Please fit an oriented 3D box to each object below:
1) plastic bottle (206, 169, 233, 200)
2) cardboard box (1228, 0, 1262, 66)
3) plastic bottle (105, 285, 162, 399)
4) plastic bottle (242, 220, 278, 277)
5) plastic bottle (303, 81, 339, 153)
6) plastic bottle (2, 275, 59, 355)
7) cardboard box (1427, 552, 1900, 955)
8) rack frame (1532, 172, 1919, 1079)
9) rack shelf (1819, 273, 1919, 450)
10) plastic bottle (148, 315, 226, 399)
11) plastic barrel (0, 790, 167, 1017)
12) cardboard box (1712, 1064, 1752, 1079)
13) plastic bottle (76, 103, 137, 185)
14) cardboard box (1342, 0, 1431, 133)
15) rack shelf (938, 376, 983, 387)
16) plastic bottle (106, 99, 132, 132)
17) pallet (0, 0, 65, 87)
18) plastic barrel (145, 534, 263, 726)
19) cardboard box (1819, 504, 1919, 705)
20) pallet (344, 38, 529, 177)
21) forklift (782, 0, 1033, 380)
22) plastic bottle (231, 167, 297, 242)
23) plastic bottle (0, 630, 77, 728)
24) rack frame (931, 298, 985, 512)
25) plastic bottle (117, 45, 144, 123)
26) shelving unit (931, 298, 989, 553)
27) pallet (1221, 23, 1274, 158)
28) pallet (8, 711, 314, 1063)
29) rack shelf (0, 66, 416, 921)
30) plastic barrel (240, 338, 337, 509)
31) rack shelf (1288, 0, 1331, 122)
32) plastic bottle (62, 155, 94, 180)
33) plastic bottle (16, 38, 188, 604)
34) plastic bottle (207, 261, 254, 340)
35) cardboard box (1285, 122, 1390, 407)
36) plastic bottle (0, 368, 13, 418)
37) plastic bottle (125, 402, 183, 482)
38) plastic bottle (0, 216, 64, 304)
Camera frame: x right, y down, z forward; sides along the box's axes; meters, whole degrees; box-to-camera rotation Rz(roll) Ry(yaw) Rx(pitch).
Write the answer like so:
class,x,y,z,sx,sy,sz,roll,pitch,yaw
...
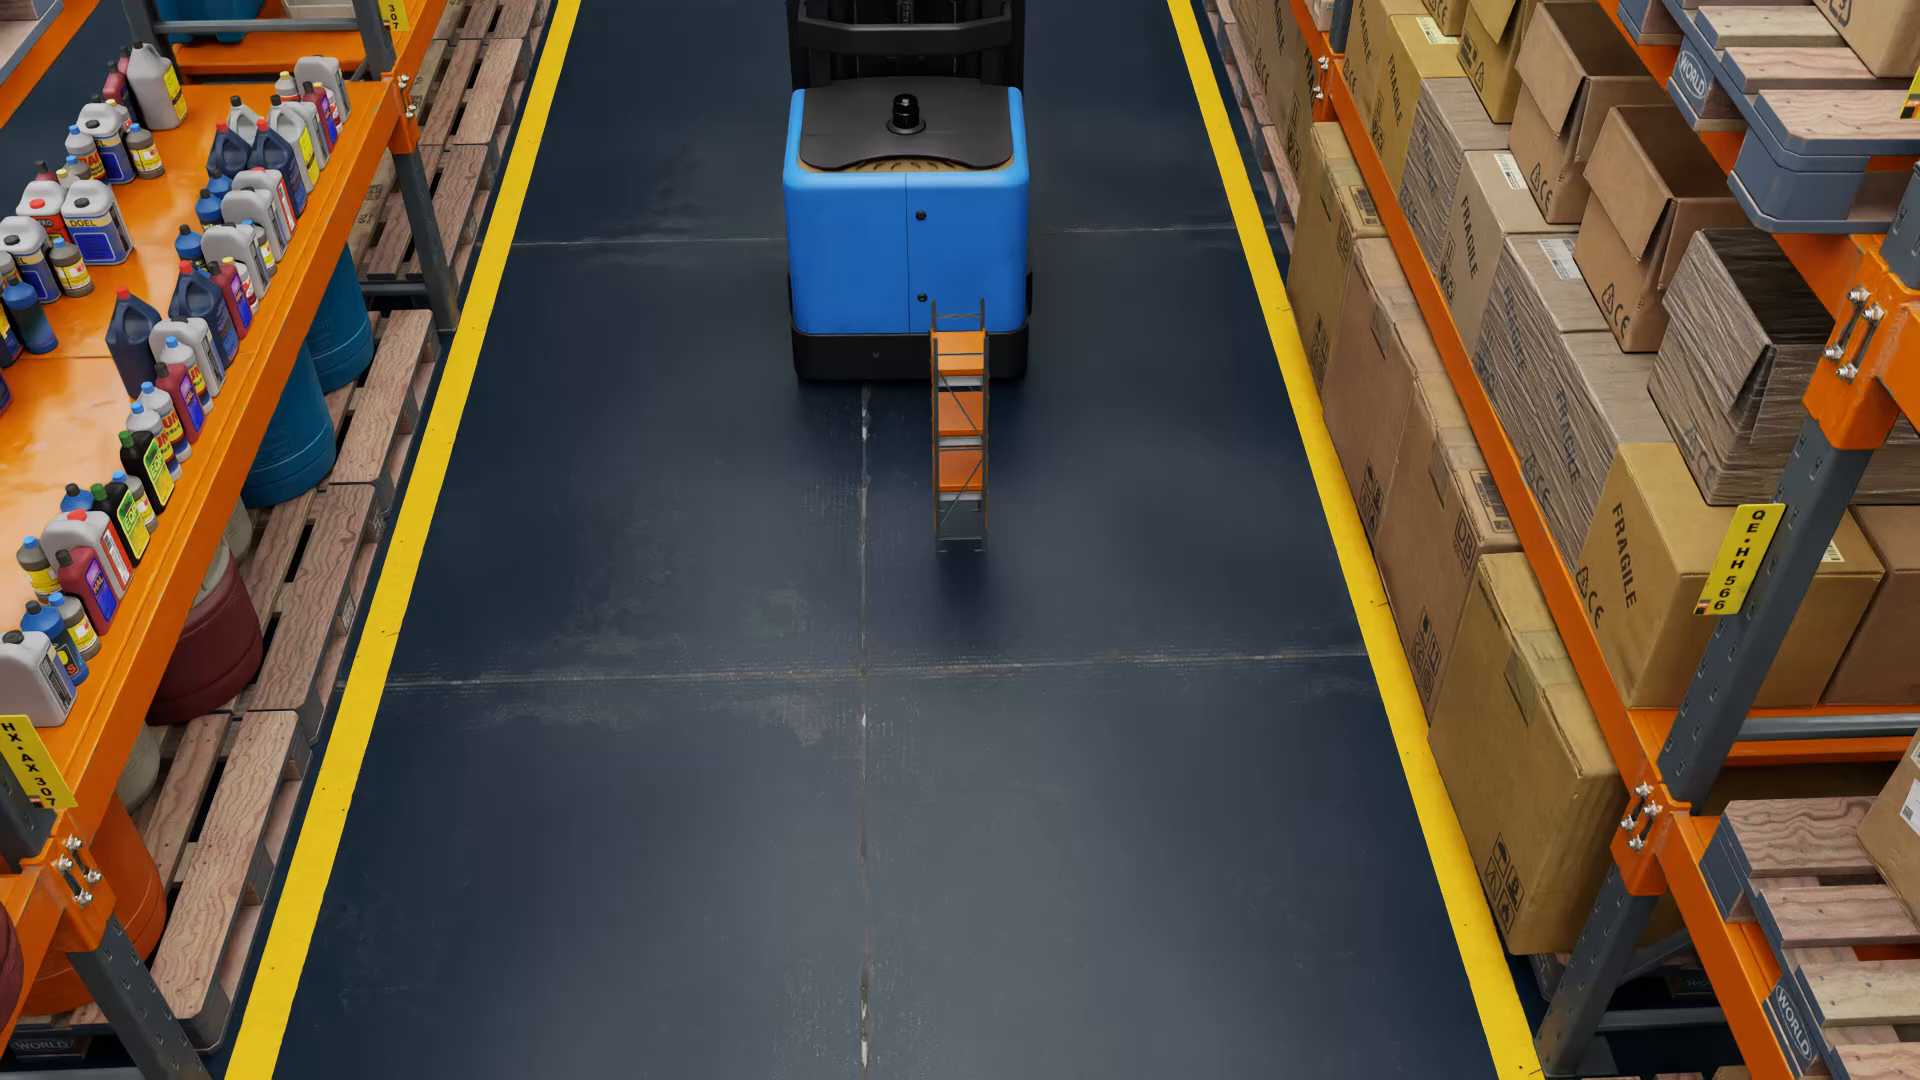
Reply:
class,x,y,z,sx,sy,sz,roll,pitch,yaw
plastic bottle,-2.615,-1.196,5.931,0.097,0.271,0.097,0,43,0
cardboard box,2.056,-3.274,9.363,0.875,0.875,0.875,-2,43,-2
plastic bottle,-2.602,-0.636,5.260,0.144,0.351,0.185,-2,43,-2
plastic bottle,-2.453,-1.018,5.788,0.097,0.201,0.097,0,43,0
plastic bottle,-2.473,-1.649,6.416,0.061,0.283,0.133,-2,43,-2
plastic bottle,-3.050,-0.745,5.438,0.097,0.271,0.097,0,43,0
cardboard box,2.242,0.616,5.119,1.225,0.875,0.875,-3,43,-4
rack frame,2.250,0.454,4.034,1.000,3.000,0.127,-2,43,-2
rack shelf,2.335,0.964,1.791,1.077,0.370,4.000,-2,43,-2
plastic bottle,-2.452,-0.595,5.271,0.152,0.276,0.135,-2,43,-2
plastic barrel,-7.784,0.273,3.953,10.706,2.957,0.708,-2,43,-2
cardboard box,2.299,1.665,4.238,0.700,0.500,0.500,-4,43,-4
plastic bottle,-3.213,-1.488,6.245,0.152,0.276,0.135,-2,43,-2
cardboard box,1.850,-1.965,6.600,0.500,0.500,0.500,-2,43,-2
rack shelf,-0.002,-0.661,6.216,0.166,0.050,0.221,-2,43,-2
plastic bottle,-3.250,-1.603,6.426,0.097,0.201,0.097,0,43,0
pallet,-2.633,-0.959,3.496,1.003,0.211,1.213,-2,43,-2
plastic barrel,-2.784,0.238,5.744,0.600,0.588,0.708,-2,43,-2
cardboard box,2.502,0.082,4.367,0.500,0.500,0.500,0,43,-1
pallet,-2.993,-2.397,9.209,1.003,0.211,1.213,-2,43,-2
forklift,-0.251,-2.770,7.603,1.130,2.935,3.031,-1,43,-1
plastic bottle,-2.491,-1.214,5.947,0.152,0.276,0.135,-2,43,-2
plastic bottle,-2.394,0.341,4.250,0.152,0.276,0.135,-2,43,-2
rack frame,-0.007,-0.506,6.525,0.200,1.050,0.008,-2,43,-2
plastic bottle,-3.279,-1.801,6.581,0.061,0.283,0.133,-2,43,-2
shelving unit,-0.002,-0.423,6.435,0.215,1.050,0.252,-2,43,-2
pallet,2.072,-2.559,9.386,1.003,0.211,1.213,-2,43,-2
pallet,-2.773,1.093,5.401,1.003,0.211,1.213,-2,43,-2
rack shelf,-2.783,-0.488,5.595,1.077,0.370,4.000,-2,43,-2
plastic barrel,-2.832,-0.639,6.470,0.600,0.901,0.708,-2,43,-2
rack shelf,1.996,-3.331,8.697,1.077,0.370,4.000,-2,43,-2
plastic bottle,-3.232,-1.315,6.112,0.097,0.201,0.097,0,43,0
plastic bottle,-2.869,-0.912,5.561,0.643,0.351,2.872,-2,43,-2
plastic bottle,-2.420,-0.815,5.505,0.061,0.283,0.133,-2,43,-2
cardboard box,2.128,-1.186,7.086,1.225,0.875,0.875,-2,43,-2
plastic bottle,-3.054,-0.522,5.186,0.061,0.283,0.133,-2,43,-2
plastic bottle,-2.406,-0.295,4.947,0.097,0.271,0.097,0,43,0
plastic bottle,-3.180,-0.953,5.662,0.152,0.276,0.135,-2,43,-2
